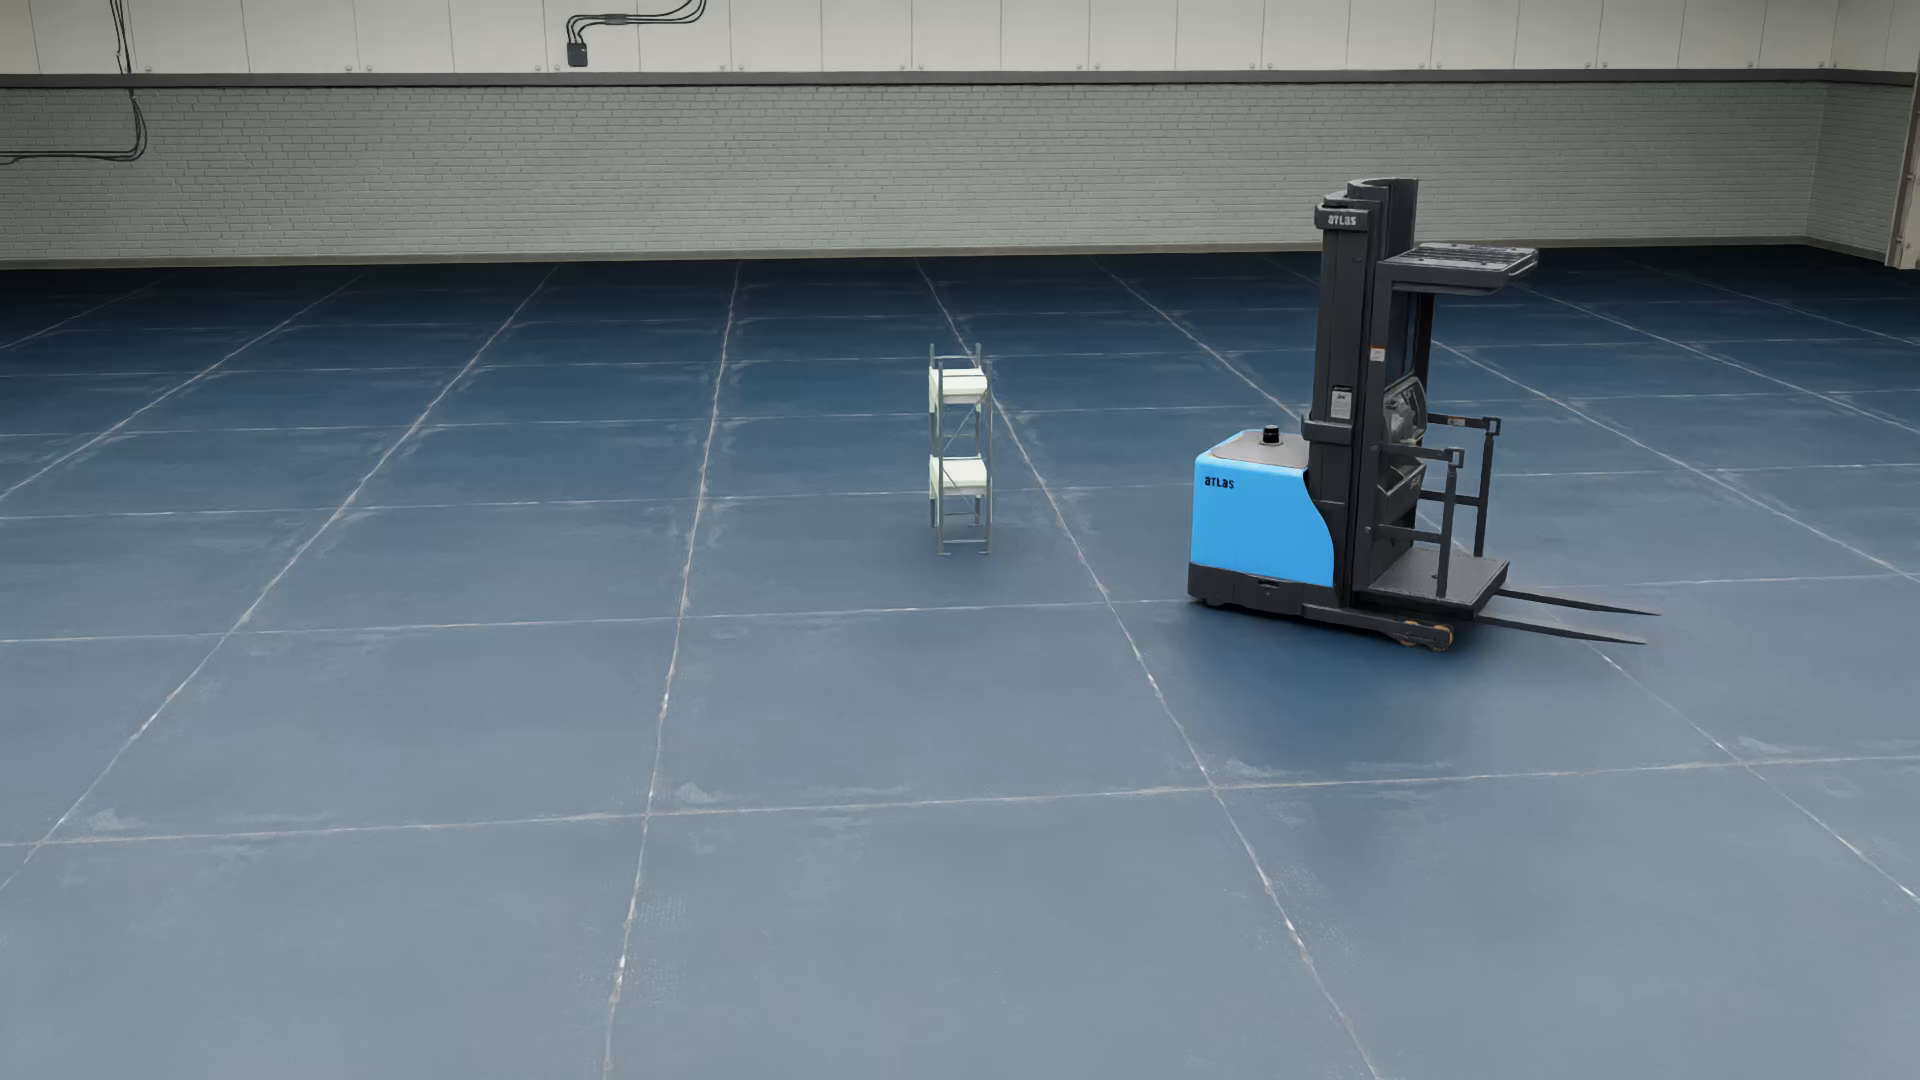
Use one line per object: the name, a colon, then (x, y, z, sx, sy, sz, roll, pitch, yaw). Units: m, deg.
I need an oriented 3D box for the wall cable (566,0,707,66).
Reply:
wall cable: (-5.273, -10.677, 26.485, 2.305, 6.003, 0.169, -2, 18, -6)

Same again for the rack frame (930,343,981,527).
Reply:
rack frame: (-0.038, -0.827, 13.306, 0.400, 1.500, 0.023, -2, 18, -6)

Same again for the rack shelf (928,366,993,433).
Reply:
rack shelf: (-0.001, -1.090, 12.842, 0.431, 0.370, 0.720, -2, 18, -6)

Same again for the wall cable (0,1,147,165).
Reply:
wall cable: (-14.717, -7.285, 26.541, 3.097, 2.526, 0.112, -2, 18, -6)

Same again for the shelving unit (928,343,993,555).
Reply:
shelving unit: (-0.001, -0.718, 12.959, 0.431, 1.500, 0.755, -2, 18, -6)

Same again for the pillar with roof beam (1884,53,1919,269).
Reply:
pillar with roof beam: (11.322, -8.688, 25.826, 9.100, 9.000, 0.400, -2, 18, -6)

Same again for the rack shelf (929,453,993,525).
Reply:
rack shelf: (-0.001, -0.407, 13.056, 0.431, 0.370, 0.720, -2, 18, -6)

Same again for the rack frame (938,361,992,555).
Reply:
rack frame: (0.037, -0.609, 12.611, 0.400, 1.500, 0.023, -2, 18, -6)

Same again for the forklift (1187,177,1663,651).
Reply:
forklift: (3.140, -0.853, 11.000, 3.031, 2.935, 1.130, 10, 20, 29)
